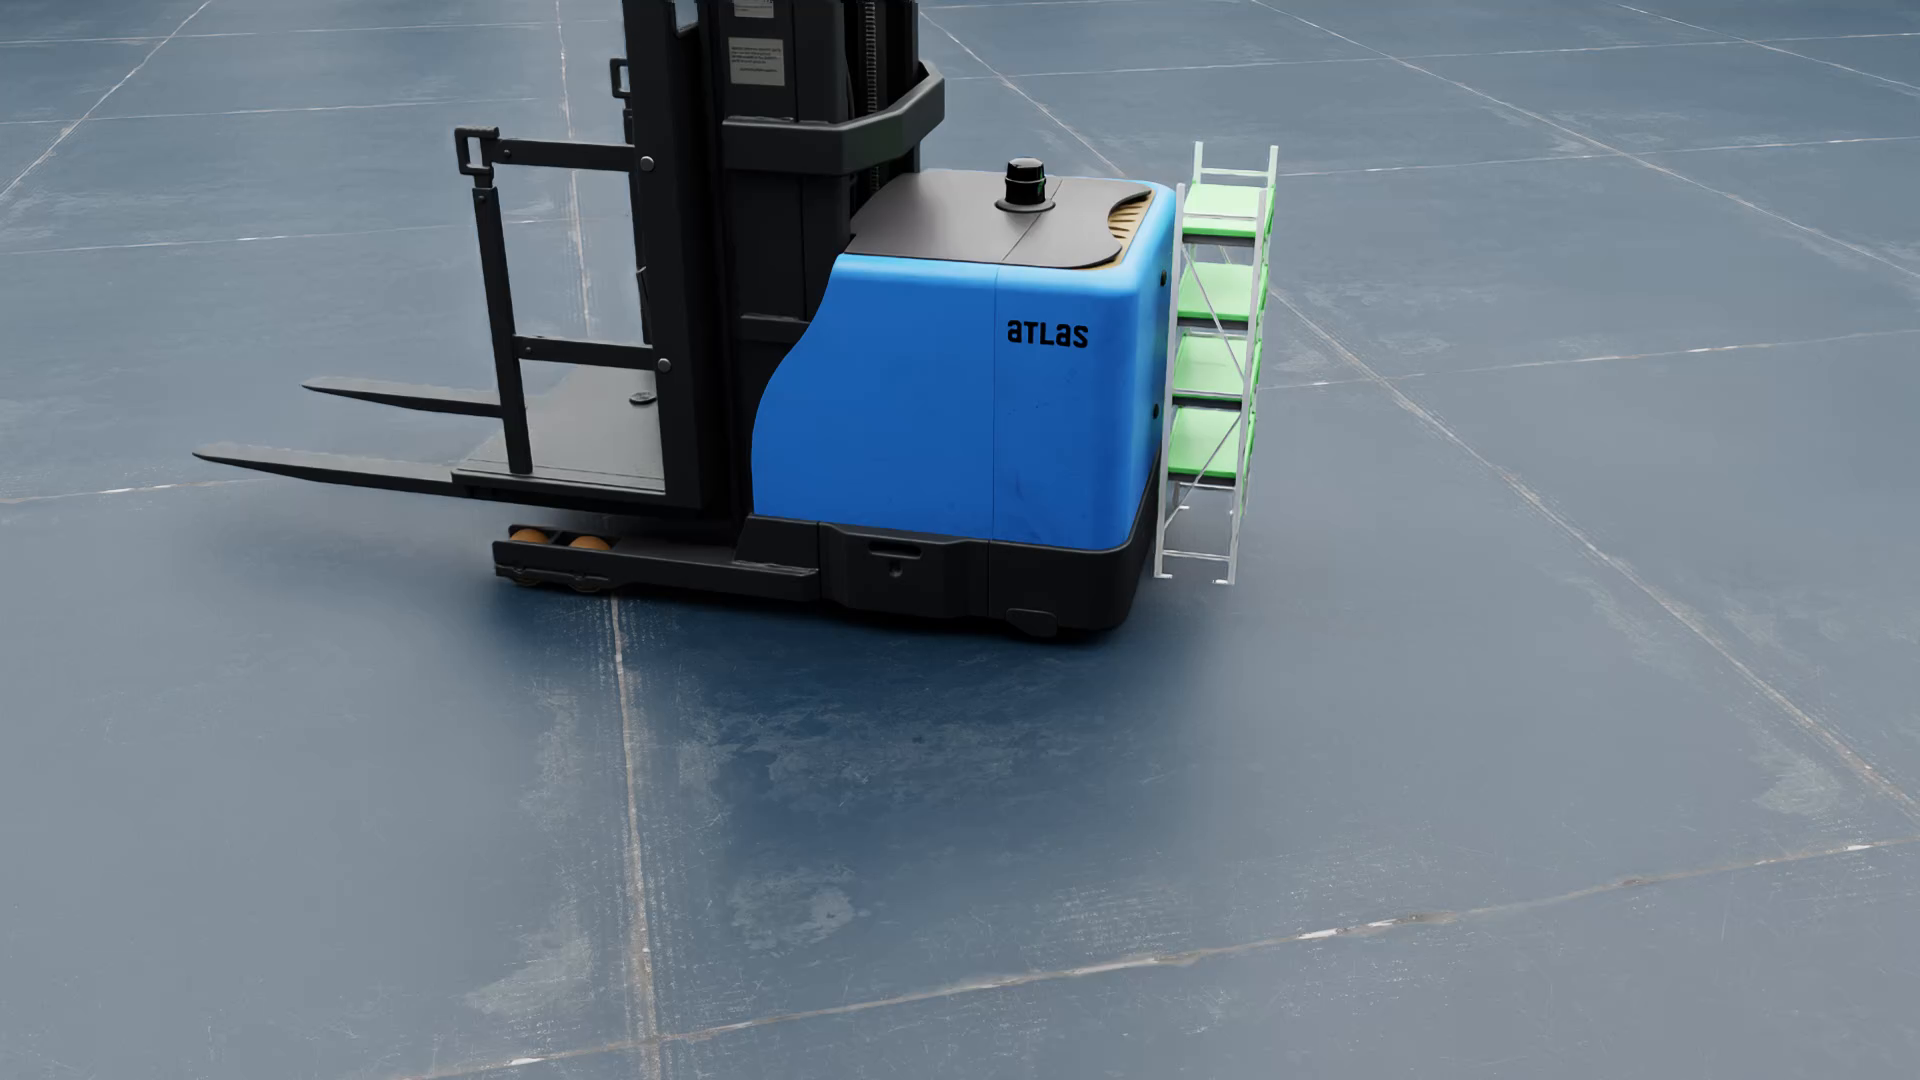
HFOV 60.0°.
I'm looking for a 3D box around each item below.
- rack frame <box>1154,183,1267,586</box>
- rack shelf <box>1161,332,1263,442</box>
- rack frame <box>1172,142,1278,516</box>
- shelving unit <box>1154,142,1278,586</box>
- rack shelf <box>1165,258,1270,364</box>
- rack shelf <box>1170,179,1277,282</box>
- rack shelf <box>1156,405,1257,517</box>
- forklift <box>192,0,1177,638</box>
[{"bbox_3d":[0.705,-0.414,4.739,0.240,1.200,0.015,6,27,12],"label":"rack frame"},{"bbox_3d":[0.759,-0.464,4.980,0.258,0.148,0.480,6,27,12],"label":"rack shelf"},{"bbox_3d":[0.814,-0.628,5.163,0.240,1.200,0.015,6,27,12],"label":"rack frame"},{"bbox_3d":[0.759,-0.521,4.951,0.258,1.200,0.503,6,27,12],"label":"shelving unit"},{"bbox_3d":[0.759,-0.678,4.872,0.258,0.148,0.480,6,27,12],"label":"rack shelf"},{"bbox_3d":[0.759,-0.893,4.764,0.258,0.148,0.480,6,27,12],"label":"rack shelf"},{"bbox_3d":[0.759,-0.250,5.088,0.258,0.148,0.480,6,27,12],"label":"rack shelf"},{"bbox_3d":[-0.904,-1.374,4.719,3.031,2.935,1.130,6,27,12],"label":"forklift"}]
